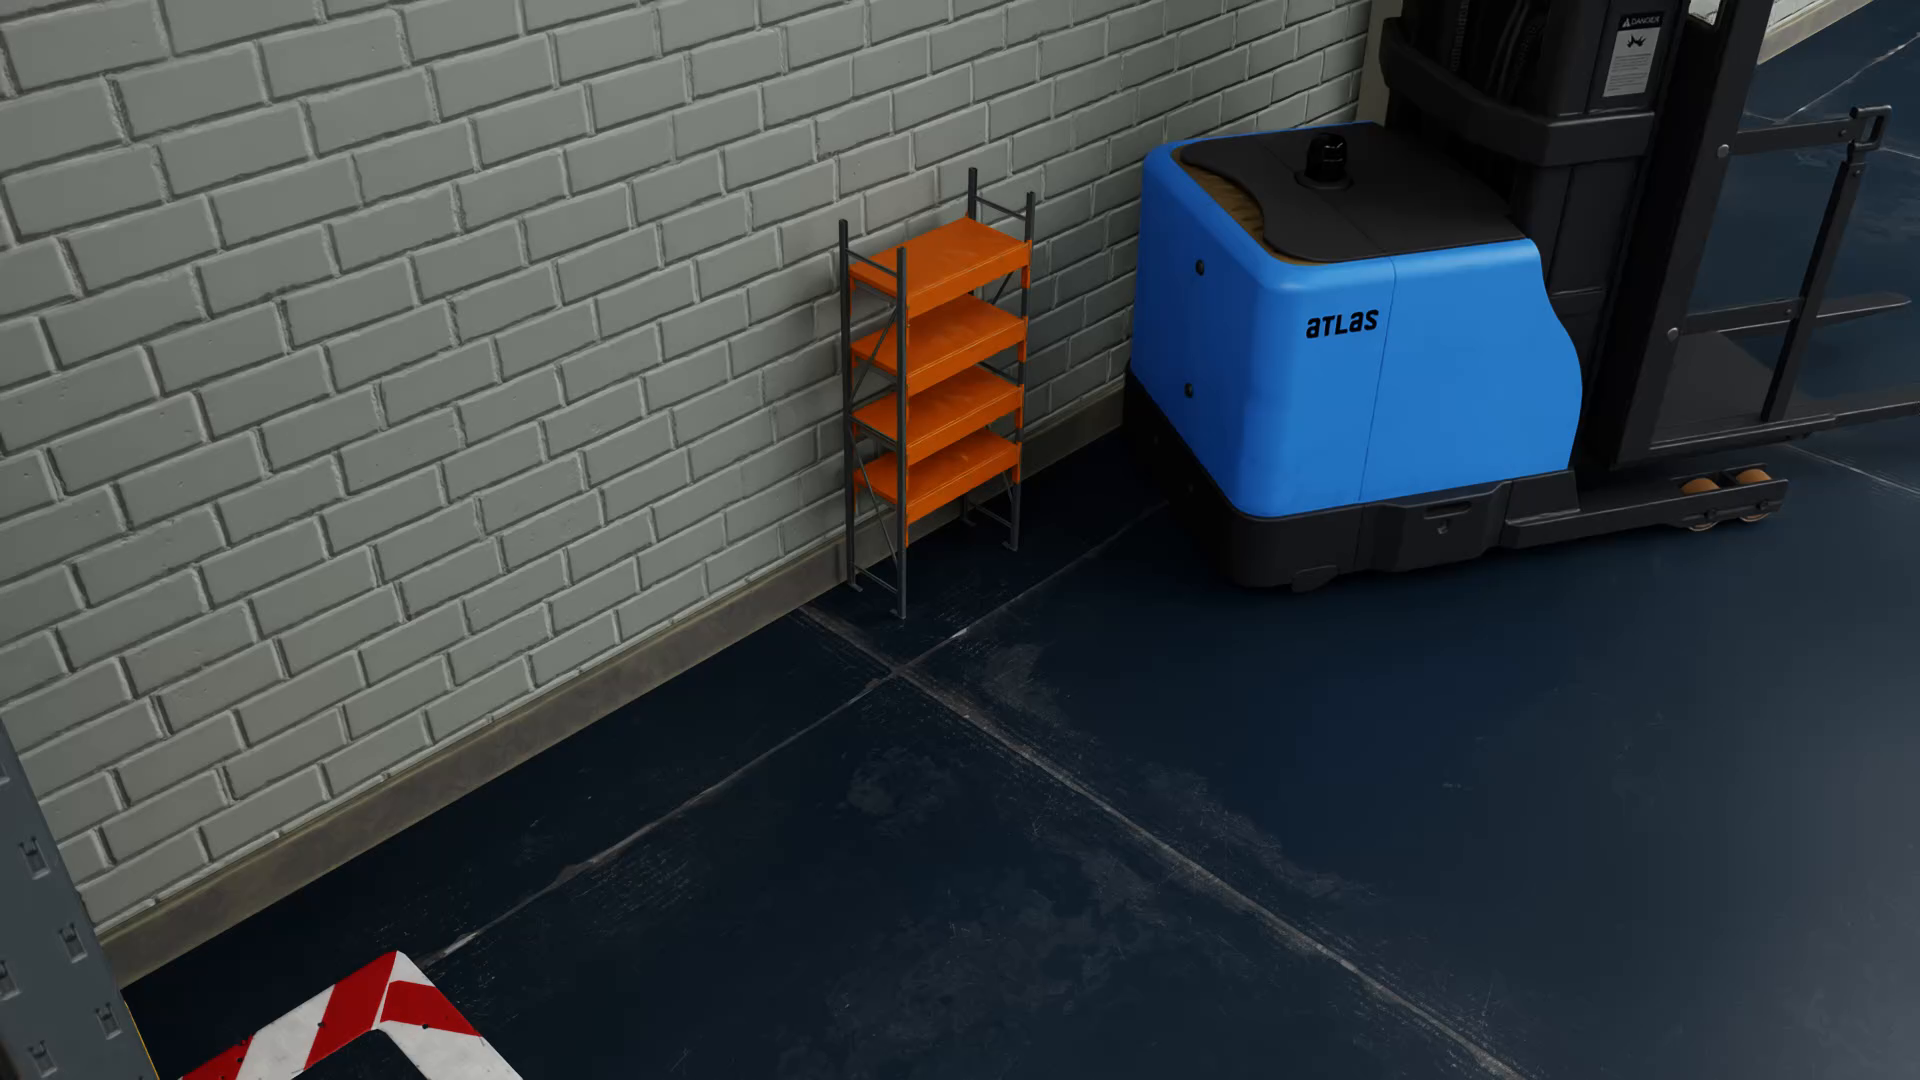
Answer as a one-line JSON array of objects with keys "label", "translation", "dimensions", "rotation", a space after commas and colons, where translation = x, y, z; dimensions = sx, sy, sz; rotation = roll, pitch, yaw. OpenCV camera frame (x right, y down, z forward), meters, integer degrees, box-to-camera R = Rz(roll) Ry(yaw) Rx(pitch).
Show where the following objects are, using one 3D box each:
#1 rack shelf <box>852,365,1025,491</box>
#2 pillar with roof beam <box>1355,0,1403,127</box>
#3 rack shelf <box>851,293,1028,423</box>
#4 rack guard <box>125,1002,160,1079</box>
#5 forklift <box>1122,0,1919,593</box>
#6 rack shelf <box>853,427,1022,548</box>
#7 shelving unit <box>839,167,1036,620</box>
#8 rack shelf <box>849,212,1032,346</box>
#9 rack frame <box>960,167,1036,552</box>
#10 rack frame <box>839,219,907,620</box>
[{"label": "rack shelf", "translation": [-0.069, -0.347, 4.809], "dimensions": [0.258, 0.148, 0.480], "rotation": [31, 45, 34]}, {"label": "pillar with roof beam", "translation": [4.770, -2.927, 1.580], "dimensions": [9.100, 9.000, 0.400], "rotation": [30, 45, 35]}, {"label": "rack shelf", "translation": [-0.065, -0.528, 4.677], "dimensions": [0.258, 0.148, 0.480], "rotation": [31, 45, 34]}, {"label": "rack guard", "translation": [-1.366, 1.331, 2.905], "dimensions": [1.175, 0.500, 0.348], "rotation": [30, 45, 35]}, {"label": "forklift", "translation": [2.127, -1.512, 4.856], "dimensions": [3.031, 2.935, 1.130], "rotation": [-9, 36, -13]}, {"label": "rack shelf", "translation": [-0.074, -0.186, 4.926], "dimensions": [0.258, 0.148, 0.480], "rotation": [31, 45, 34]}, {"label": "shelving unit", "translation": [-0.068, -0.401, 4.770], "dimensions": [0.258, 1.200, 0.503], "rotation": [31, 45, 34]}, {"label": "rack shelf", "translation": [-0.060, -0.719, 4.538], "dimensions": [0.258, 0.148, 0.480], "rotation": [31, 45, 34]}, {"label": "rack frame", "translation": [0.102, -0.501, 4.913], "dimensions": [0.240, 1.200, 0.015], "rotation": [31, 45, 34]}, {"label": "rack frame", "translation": [-0.238, -0.301, 4.626], "dimensions": [0.240, 1.200, 0.015], "rotation": [31, 45, 34]}]
